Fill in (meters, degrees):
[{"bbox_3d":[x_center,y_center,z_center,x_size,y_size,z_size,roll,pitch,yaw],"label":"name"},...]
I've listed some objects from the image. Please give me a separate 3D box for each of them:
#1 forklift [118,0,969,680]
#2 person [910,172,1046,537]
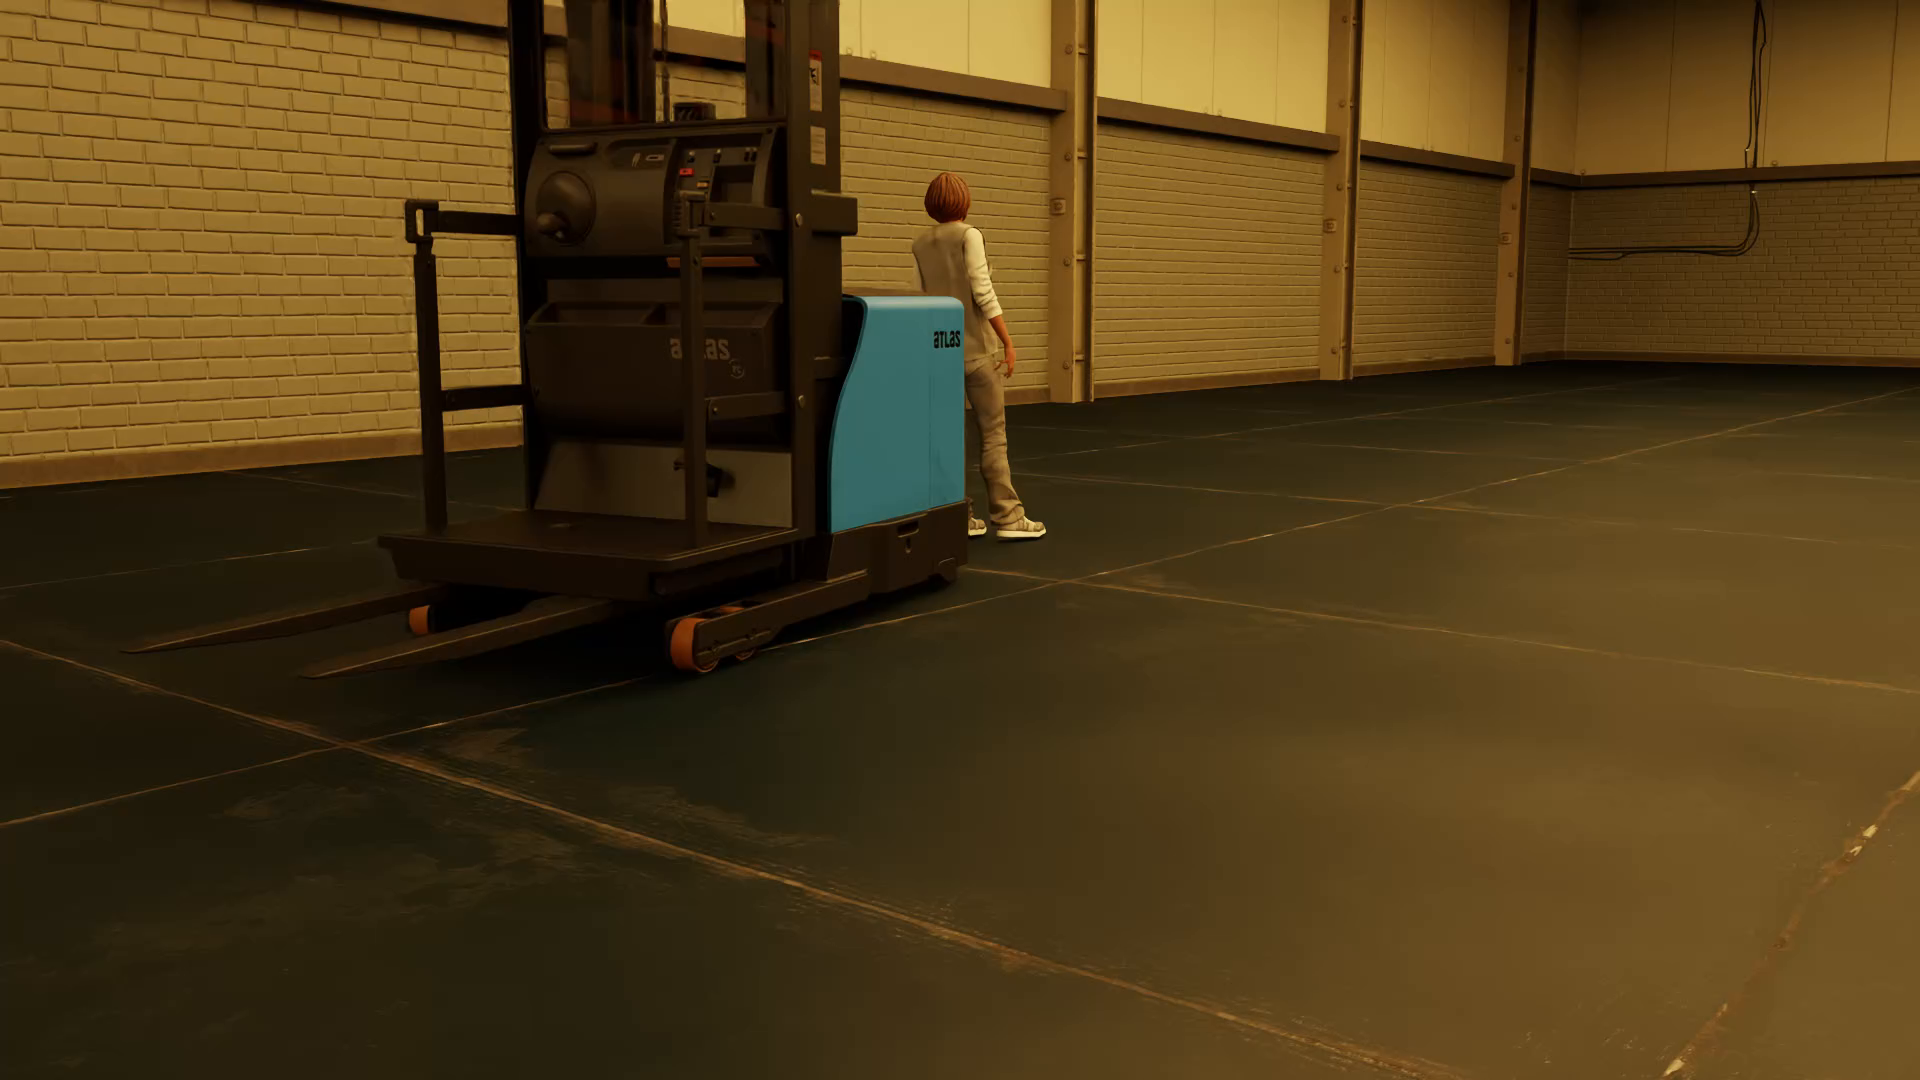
[{"bbox_3d":[-1.077,-1.138,5.059,1.130,2.935,3.031,4,9,26],"label":"forklift"},{"bbox_3d":[0.057,-0.805,7.336,0.520,1.597,0.475,7,11,38],"label":"person"}]
